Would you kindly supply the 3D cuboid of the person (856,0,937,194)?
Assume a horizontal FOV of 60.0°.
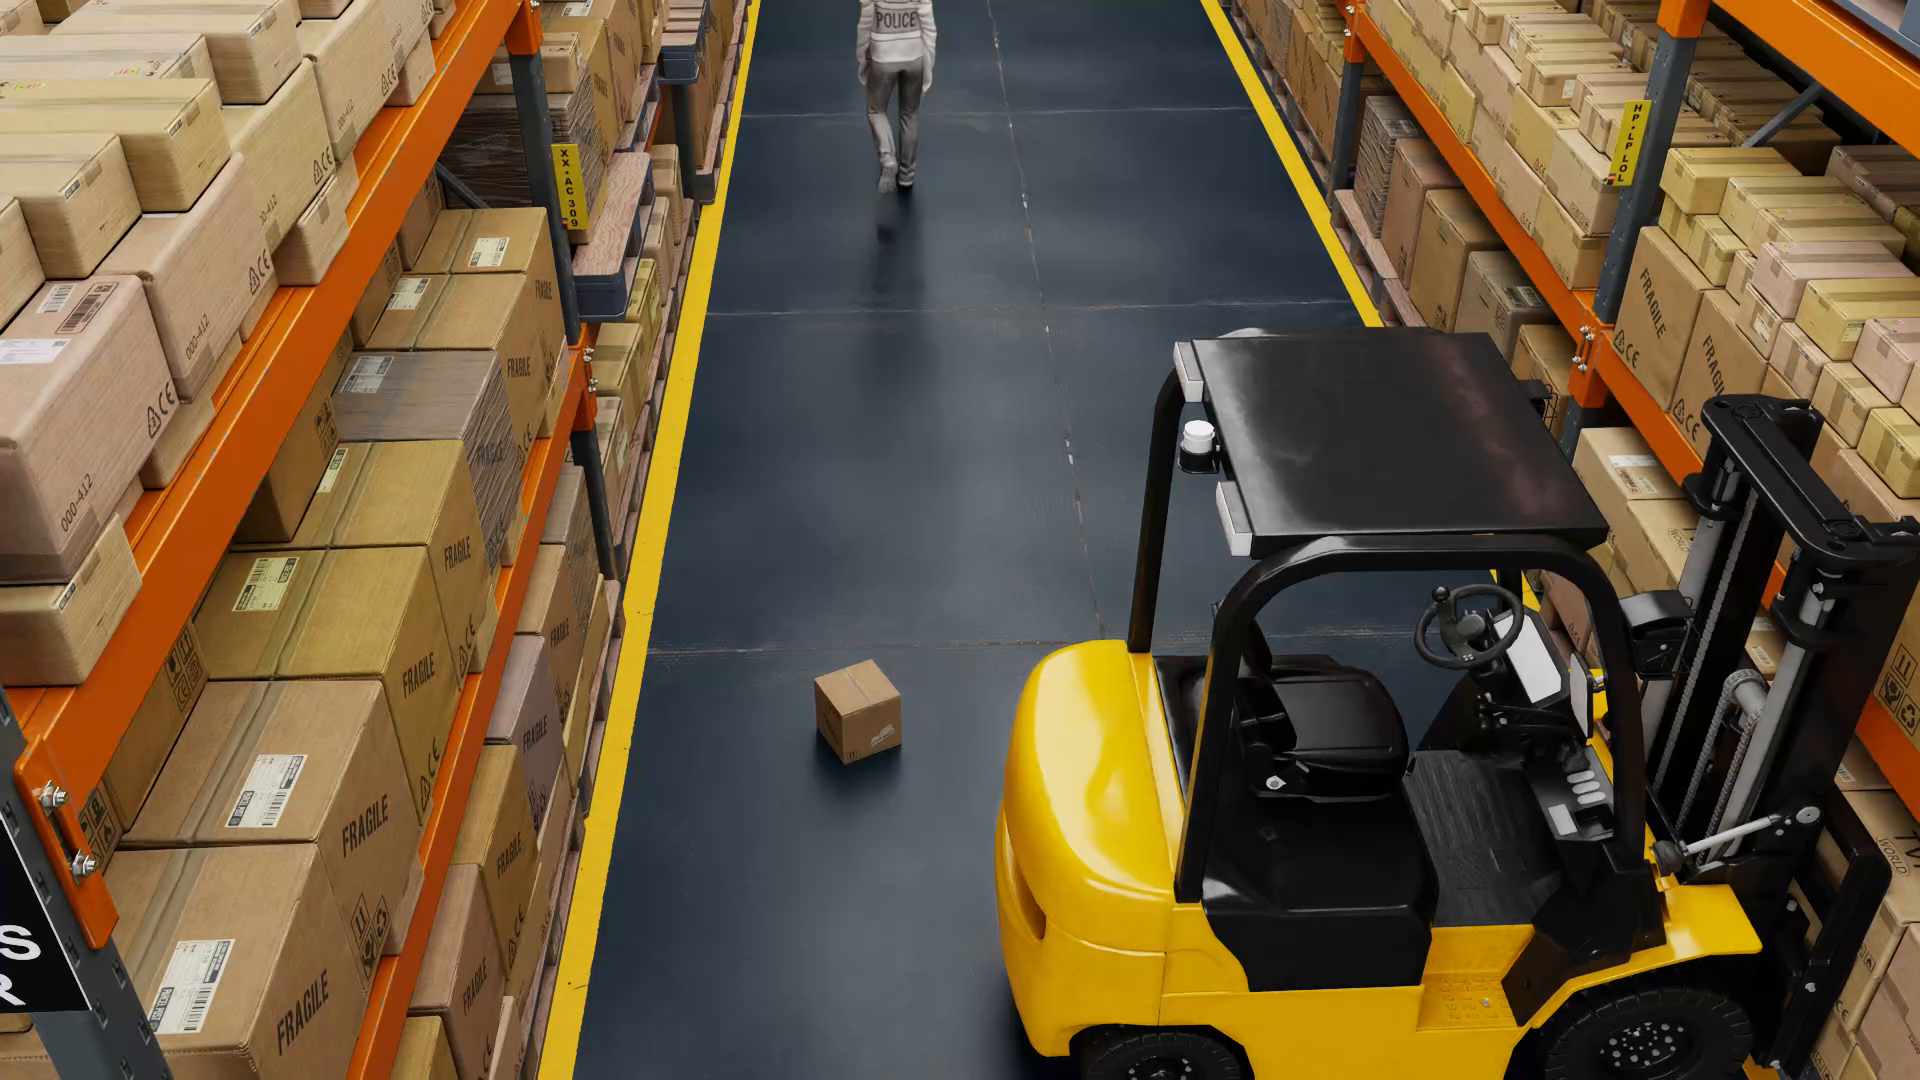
[{"bbox_3d":[-0.387,-2.928,10.198,0.486,1.676,0.636,-5,36,-7],"label":"person"}]
